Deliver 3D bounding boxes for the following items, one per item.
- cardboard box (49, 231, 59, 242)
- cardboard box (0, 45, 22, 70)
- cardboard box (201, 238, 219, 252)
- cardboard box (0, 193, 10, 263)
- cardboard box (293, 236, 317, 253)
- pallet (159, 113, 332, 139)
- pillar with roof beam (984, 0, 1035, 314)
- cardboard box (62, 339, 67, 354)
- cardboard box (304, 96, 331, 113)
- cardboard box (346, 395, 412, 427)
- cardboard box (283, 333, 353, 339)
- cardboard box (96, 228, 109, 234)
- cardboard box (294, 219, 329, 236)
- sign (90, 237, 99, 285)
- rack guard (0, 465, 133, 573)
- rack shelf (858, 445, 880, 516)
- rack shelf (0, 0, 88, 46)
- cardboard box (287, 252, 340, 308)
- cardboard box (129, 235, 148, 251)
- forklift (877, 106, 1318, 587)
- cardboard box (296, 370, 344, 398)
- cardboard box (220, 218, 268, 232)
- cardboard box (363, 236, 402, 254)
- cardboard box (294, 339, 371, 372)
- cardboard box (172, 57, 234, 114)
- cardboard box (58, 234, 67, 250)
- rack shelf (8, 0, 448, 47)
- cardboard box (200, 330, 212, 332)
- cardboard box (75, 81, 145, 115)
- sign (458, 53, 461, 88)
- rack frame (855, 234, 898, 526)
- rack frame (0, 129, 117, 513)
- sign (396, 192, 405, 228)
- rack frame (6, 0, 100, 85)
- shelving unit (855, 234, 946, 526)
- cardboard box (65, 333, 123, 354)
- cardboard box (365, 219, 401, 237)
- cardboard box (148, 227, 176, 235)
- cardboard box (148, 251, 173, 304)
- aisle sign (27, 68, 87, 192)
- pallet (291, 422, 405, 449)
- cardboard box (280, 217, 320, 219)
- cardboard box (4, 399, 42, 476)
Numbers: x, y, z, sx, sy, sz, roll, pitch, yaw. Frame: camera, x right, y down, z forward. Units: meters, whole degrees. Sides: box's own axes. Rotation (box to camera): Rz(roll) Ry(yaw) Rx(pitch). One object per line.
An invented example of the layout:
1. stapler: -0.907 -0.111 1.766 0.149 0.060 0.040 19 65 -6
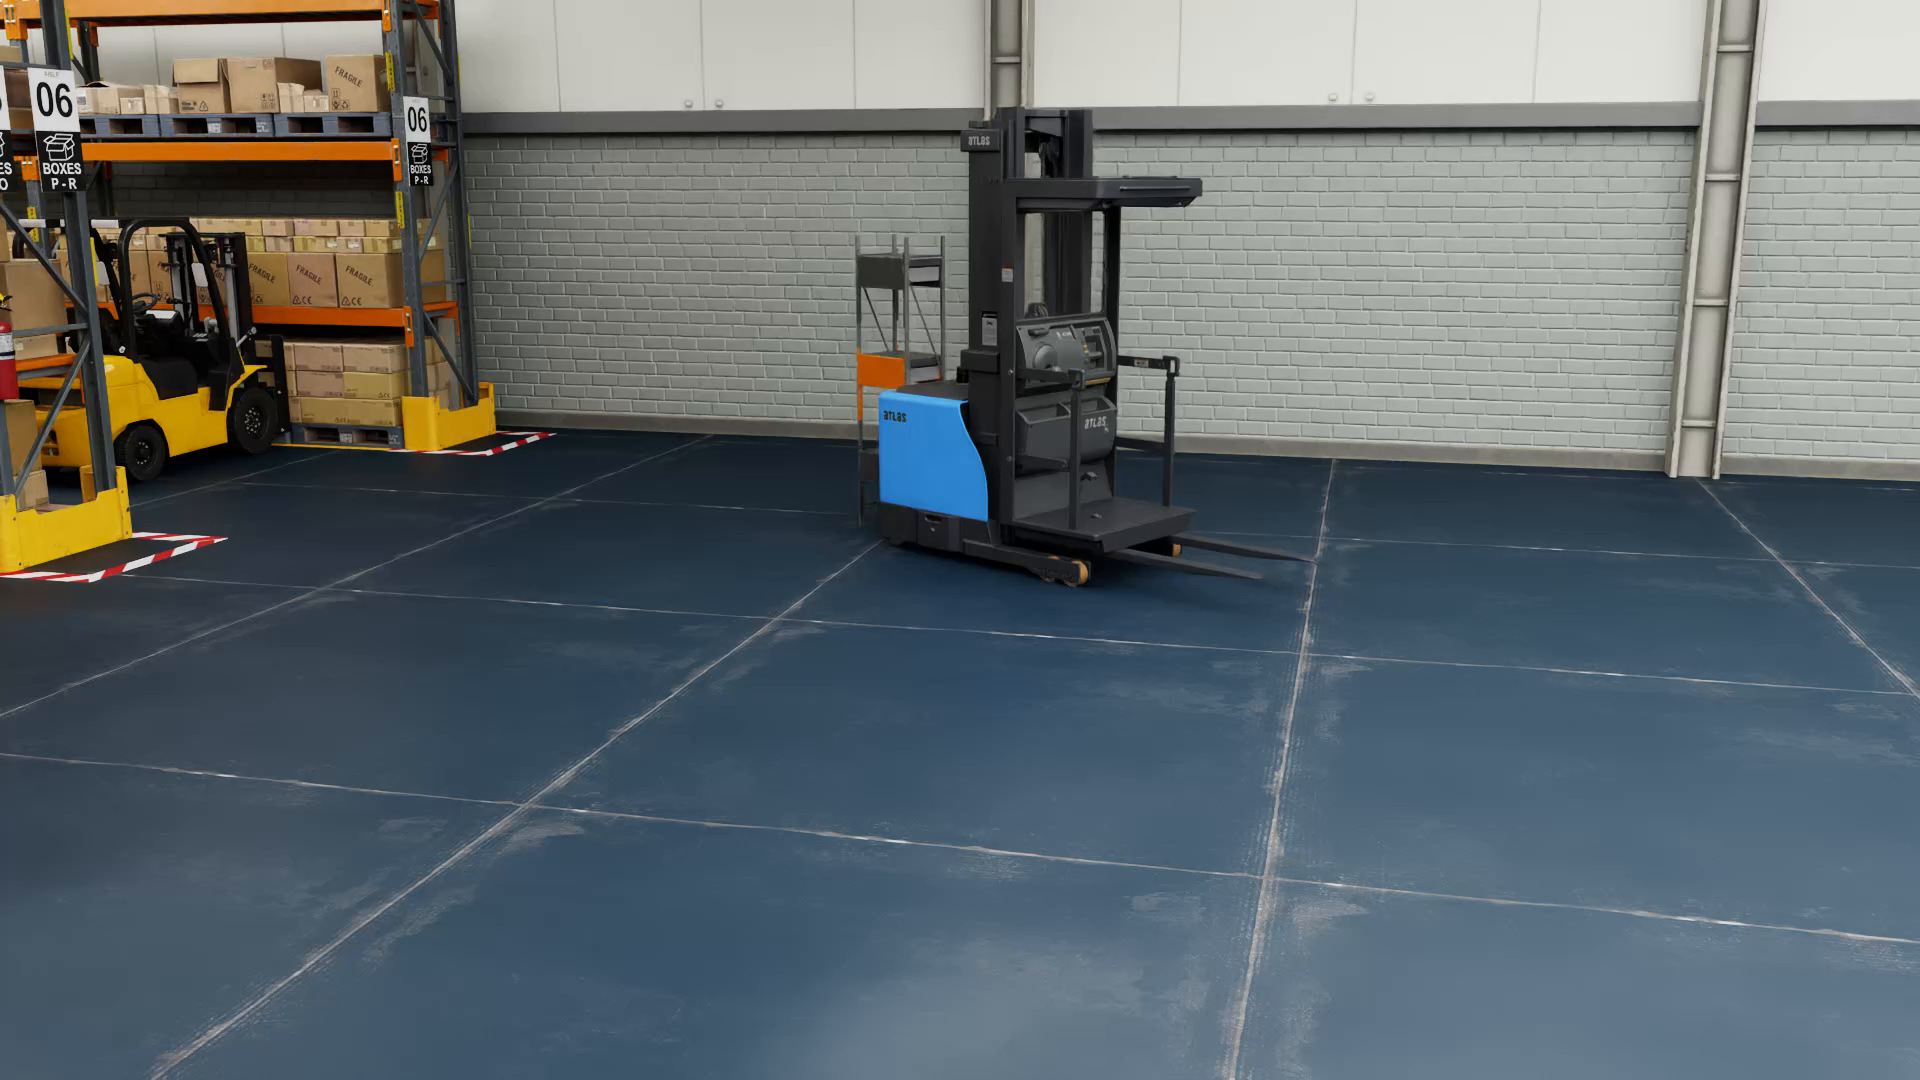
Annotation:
1. cardboard box: -9.096 -3.057 16.857 0.250 0.149 0.380 3 13 12
2. cardboard box: -6.404 -3.169 10.904 0.250 0.149 0.380 3 13 13
3. cardboard box: -7.063 -2.837 15.867 0.250 0.149 0.380 3 13 12
4. cardboard box: -6.656 -2.039 10.773 0.500 0.500 0.700 3 13 12
5. cardboard box: -6.057 -2.793 15.671 0.250 0.149 0.380 3 13 13
6. pallet: -6.791 -3.946 15.875 1.213 0.211 1.003 3 13 14
7. pillar with roof beam: -0.589 -4.358 10.601 0.400 9.000 9.100 3 13 14
8. cardboard box: -9.315 -1.698 16.976 0.625 0.625 0.875 4 13 16
9. cardboard box: -5.800 -3.995 15.269 0.250 0.149 0.380 3 13 12
10. cardboard box: -5.454 -1.241 15.780 0.500 0.250 0.500 3 13 14
11. cardboard box: -6.313 -1.889 16.394 0.500 0.250 0.500 3 13 13
12. cardboard box: -8.288 -3.069 16.225 0.250 0.149 0.380 3 13 14
13. cardboard box: -6.052 -2.948 15.680 0.250 0.149 0.380 3 13 14
14. sign: -5.978 -1.913 11.432 0.005 0.325 0.100 3 13 14
15. rack guard: -6.182 -0.160 11.300 0.348 0.500 1.175 3 13 14
16. rack shelf: -0.422 -0.430 12.119 0.480 0.518 0.431 11 17 42
17. rack shelf: -10.748 -5.114 16.592 4.000 0.370 1.077 3 13 14
18. cardboard box: -5.965 -2.468 15.703 0.500 0.500 0.500 3 13 15
19. cardboard box: -7.826 -2.872 16.026 0.250 0.149 0.380 3 13 15
20. forklift: 0.851 -1.264 10.665 3.031 2.935 1.130 11 17 41
21. cardboard box: -5.954 -1.515 15.860 0.500 0.250 0.500 3 13 13
22. cardboard box: -6.811 -2.984 15.841 0.250 0.149 0.380 3 13 14
23. cardboard box: -5.326 -2.745 15.452 0.250 0.149 0.380 3 13 14
24. cardboard box: -5.942 -1.755 15.787 0.500 0.250 0.500 3 13 15
25. cardboard box: -6.940 -4.273 15.705 0.637 0.503 0.797 3 13 15
26. cardboard box: -8.560 -2.921 16.248 0.250 0.149 0.380 3 13 13
27. rack shelf: -6.864 -4.906 15.656 4.000 0.370 1.077 3 13 14
28. cardboard box: -7.786 -1.971 16.761 0.500 0.250 0.500 3 13 13
29. cardboard box: -8.057 -4.208 15.856 0.500 0.311 0.500 3 13 15
30. sign: -4.784 -4.466 15.814 0.005 0.325 0.100 3 13 14
31. rack frame: -0.600 -1.163 12.128 0.015 2.100 0.400 11 17 42
32. rack frame: -6.108 -1.376 11.012 0.127 3.000 1.000 3 13 14
33. sign: -5.066 -2.988 15.055 0.005 0.325 0.100 3 13 14
34. rack frame: -8.806 -5.557 16.003 0.127 3.000 1.000 3 13 14
35. shelving unit: -0.422 -1.127 11.965 0.503 2.100 0.431 11 17 42
36. cardboard box: -8.412 -1.888 16.386 0.500 0.250 0.500 3 13 13
37. cardboard box: -5.321 -2.905 15.488 0.250 0.149 0.380 3 13 14
38. cardboard box: -7.559 -3.011 15.964 0.250 0.149 0.380 3 13 13
39. cardboard box: -7.436 -2.549 16.067 0.500 0.500 0.500 3 13 13
40. aisle sign: -5.974 -2.707 11.009 0.004 0.787 0.394 3 13 14
41. pallet: -5.675 -1.090 16.158 1.213 0.211 1.003 3 13 14
42. cardboard box: -6.433 -3.083 16.291 0.250 0.149 0.380 3 13 12
43. cardboard box: -6.848 -0.706 11.638 0.500 0.500 0.500 3 13 12
